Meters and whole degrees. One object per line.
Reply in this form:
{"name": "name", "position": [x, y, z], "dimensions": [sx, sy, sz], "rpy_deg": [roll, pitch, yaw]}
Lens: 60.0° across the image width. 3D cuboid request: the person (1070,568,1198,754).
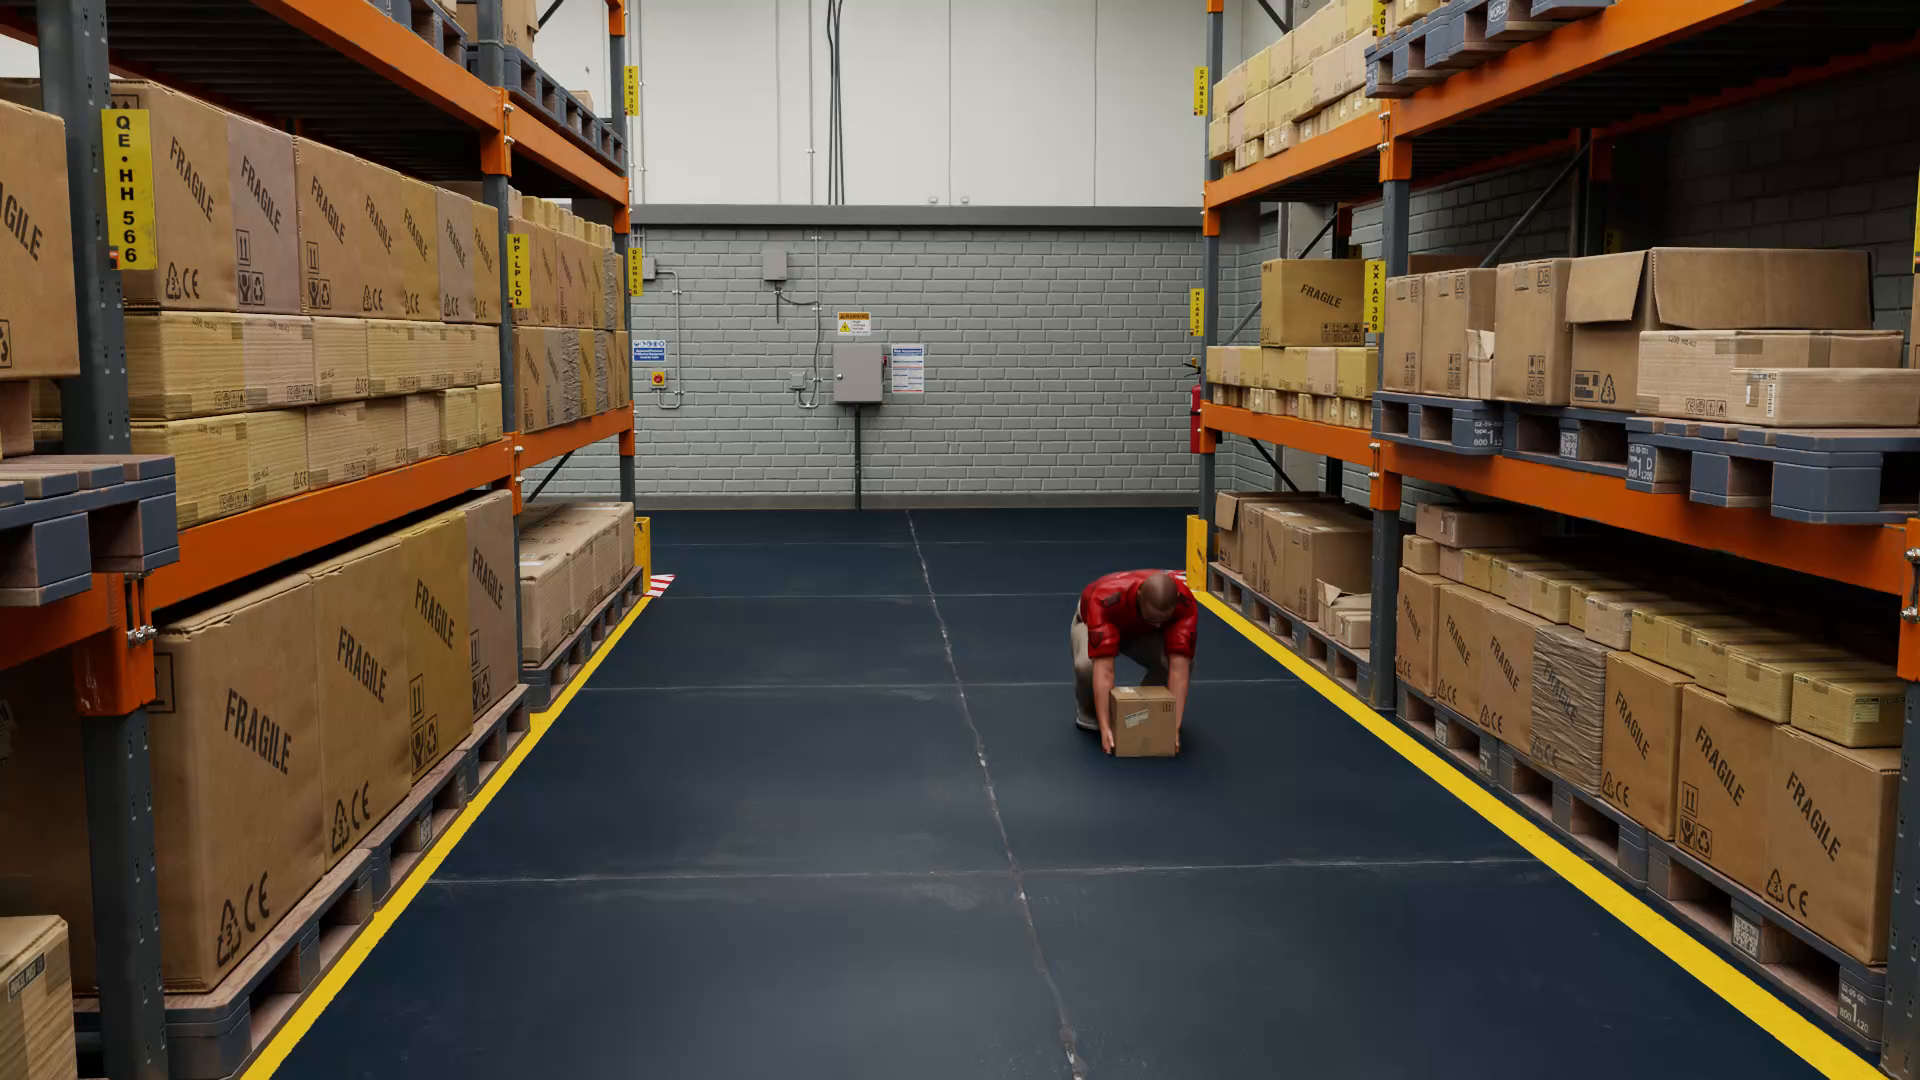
{"name": "person", "position": [0.763, 0.507, 7.369], "dimensions": [0.537, 0.827, 0.912], "rpy_deg": [-1, 7, -5]}
